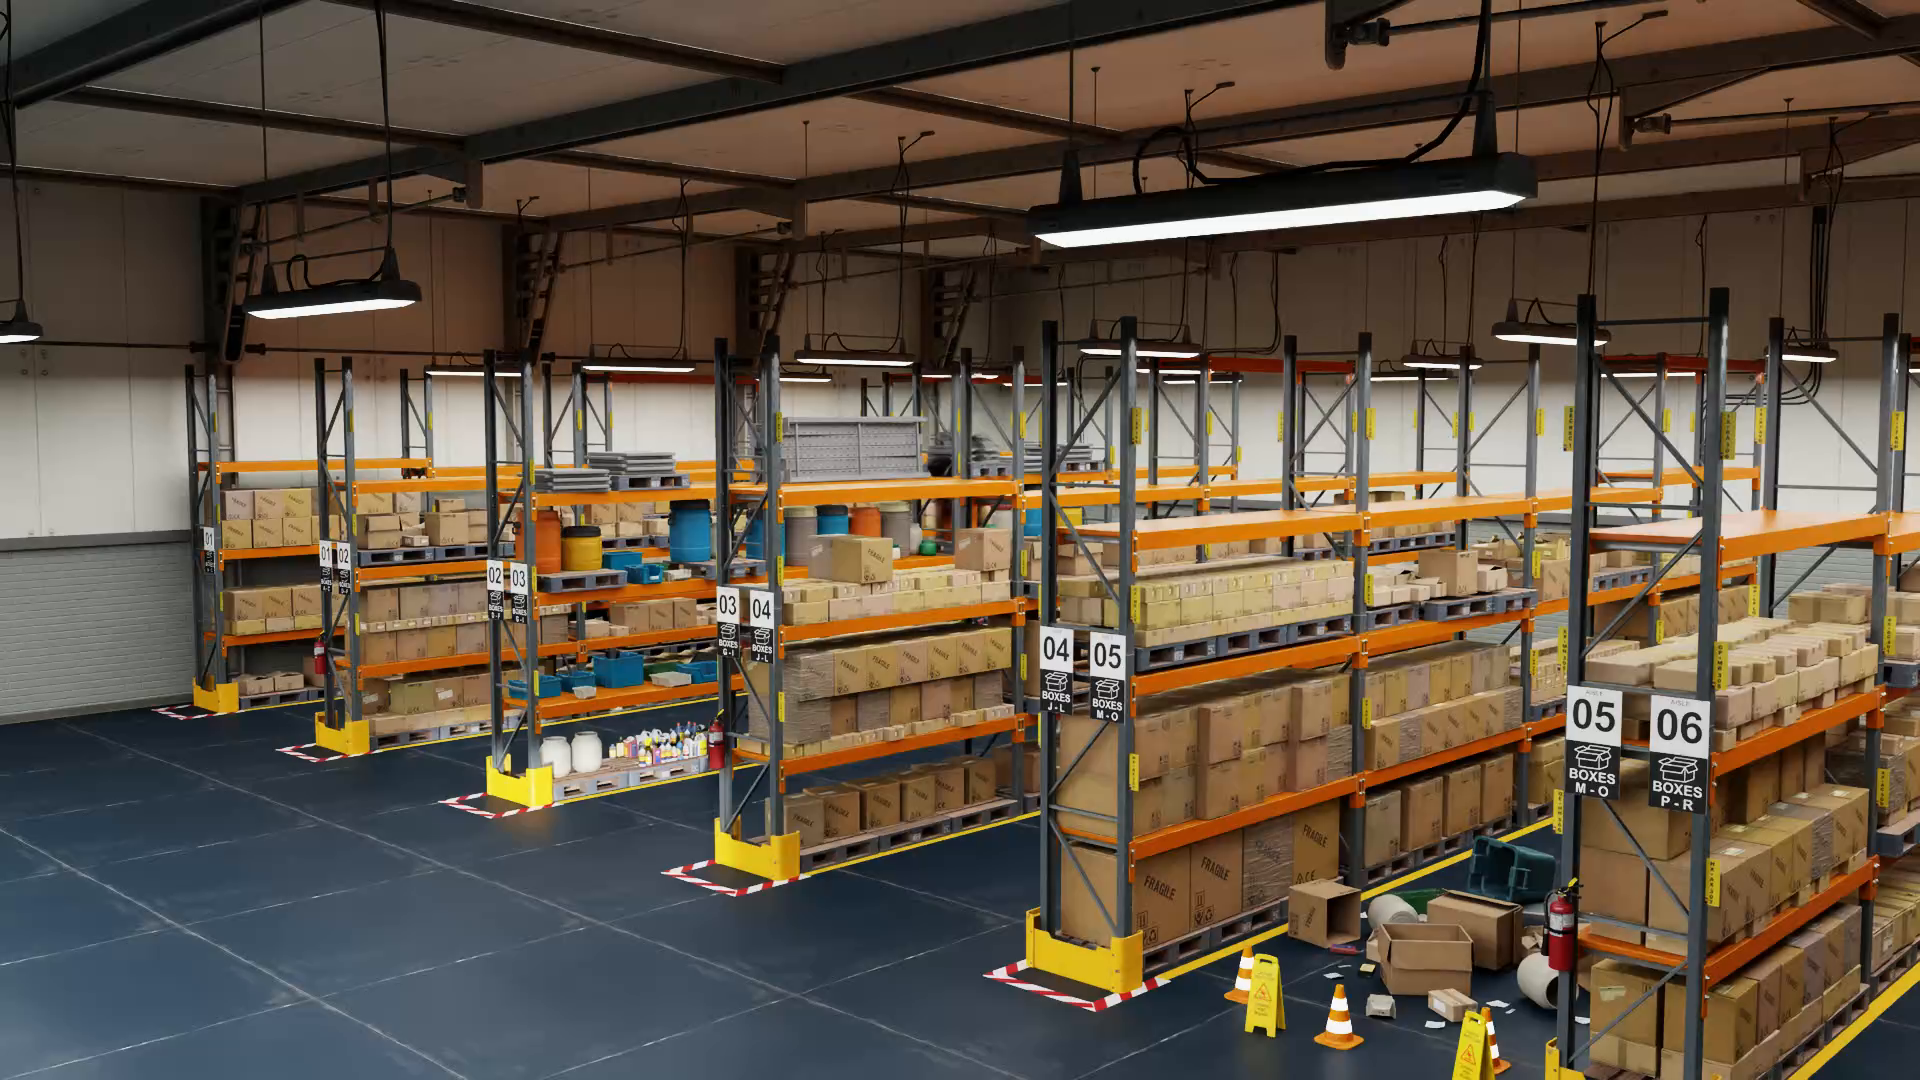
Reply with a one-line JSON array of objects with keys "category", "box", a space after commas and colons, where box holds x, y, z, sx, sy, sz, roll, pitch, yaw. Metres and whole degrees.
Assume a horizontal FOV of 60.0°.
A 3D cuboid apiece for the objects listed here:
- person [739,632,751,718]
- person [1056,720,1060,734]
[{"category": "person", "box": [-3.486, 2.137, 28.455, 0.683, 1.725, 0.794, 2, 5, 28]}, {"category": "person", "box": [1.658, 2.297, 26.584, 0.678, 1.710, 0.815, 4, 6, 39]}]
